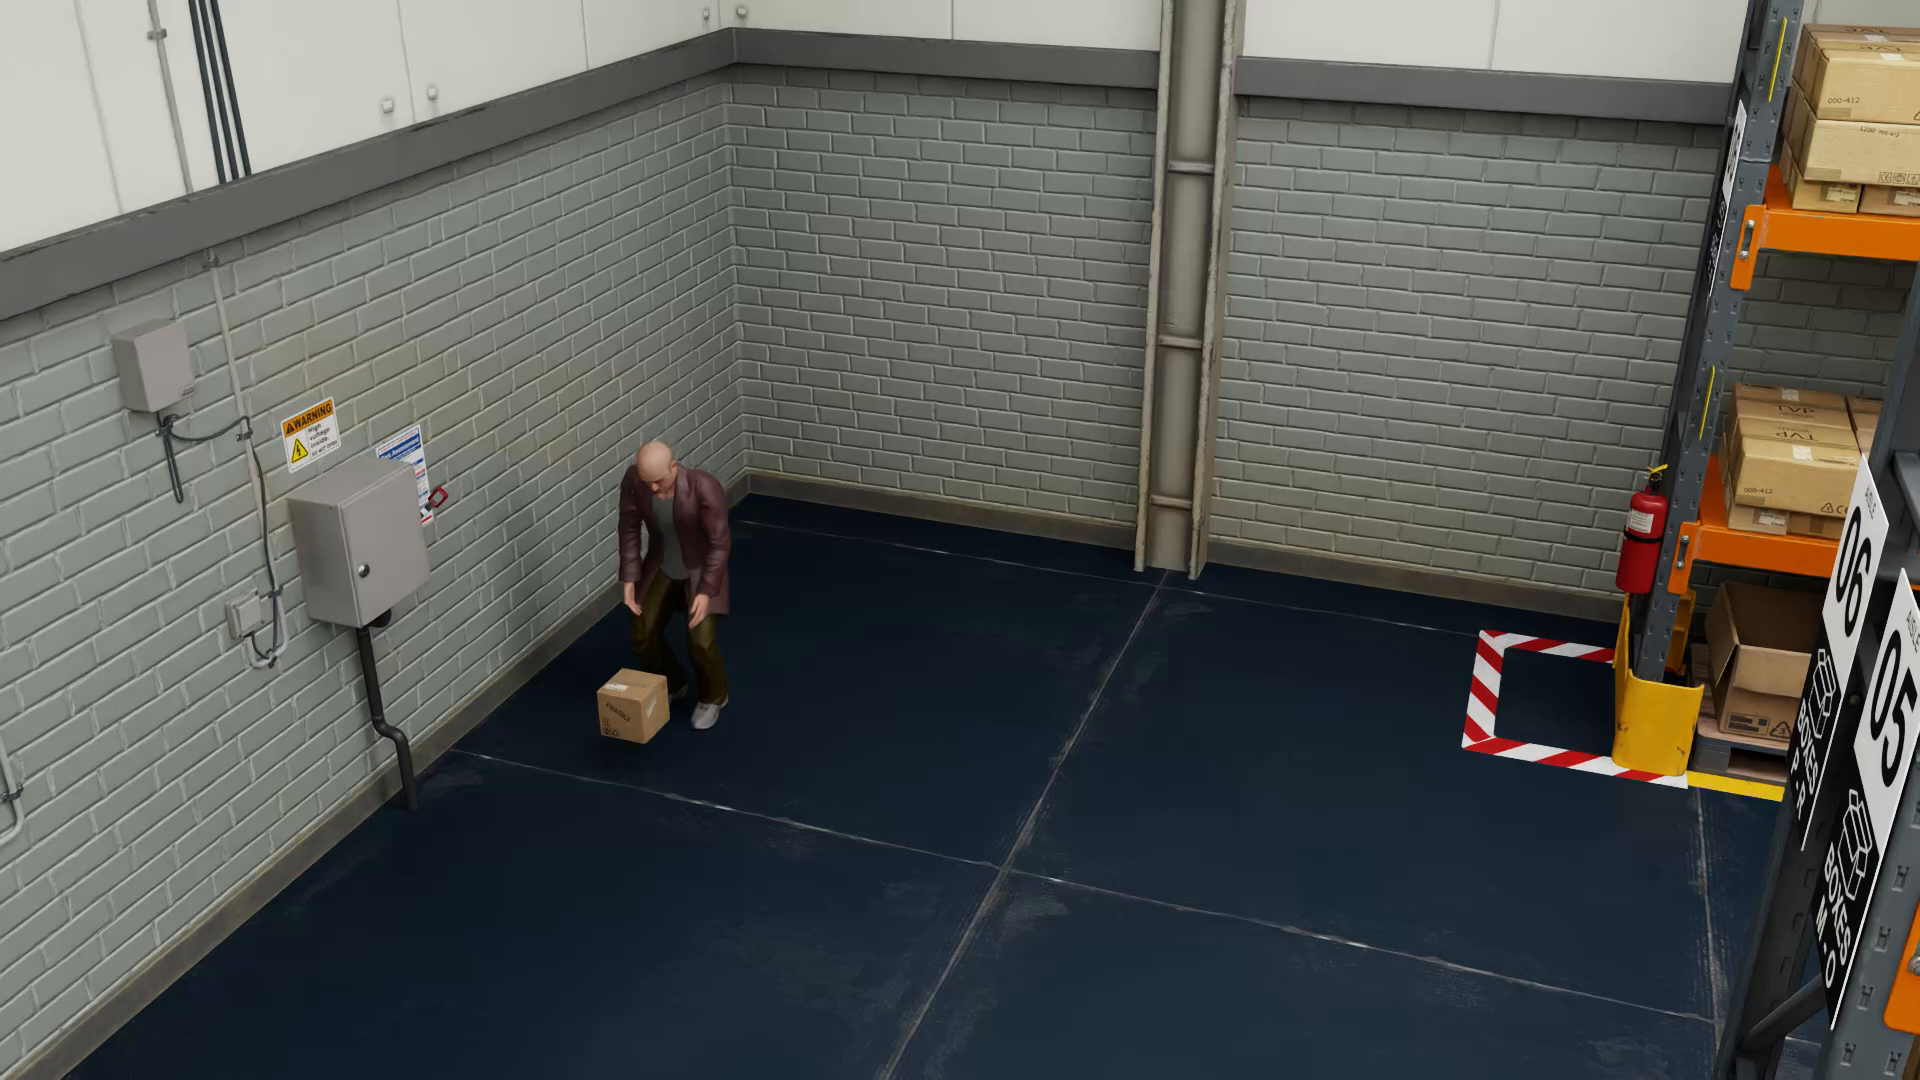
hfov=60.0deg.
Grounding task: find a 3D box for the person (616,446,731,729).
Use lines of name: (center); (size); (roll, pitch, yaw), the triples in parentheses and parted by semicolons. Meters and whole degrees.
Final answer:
person: (-1.413, 0.204, 8.440); (0.623, 1.577, 0.588); (9, 27, 18)
